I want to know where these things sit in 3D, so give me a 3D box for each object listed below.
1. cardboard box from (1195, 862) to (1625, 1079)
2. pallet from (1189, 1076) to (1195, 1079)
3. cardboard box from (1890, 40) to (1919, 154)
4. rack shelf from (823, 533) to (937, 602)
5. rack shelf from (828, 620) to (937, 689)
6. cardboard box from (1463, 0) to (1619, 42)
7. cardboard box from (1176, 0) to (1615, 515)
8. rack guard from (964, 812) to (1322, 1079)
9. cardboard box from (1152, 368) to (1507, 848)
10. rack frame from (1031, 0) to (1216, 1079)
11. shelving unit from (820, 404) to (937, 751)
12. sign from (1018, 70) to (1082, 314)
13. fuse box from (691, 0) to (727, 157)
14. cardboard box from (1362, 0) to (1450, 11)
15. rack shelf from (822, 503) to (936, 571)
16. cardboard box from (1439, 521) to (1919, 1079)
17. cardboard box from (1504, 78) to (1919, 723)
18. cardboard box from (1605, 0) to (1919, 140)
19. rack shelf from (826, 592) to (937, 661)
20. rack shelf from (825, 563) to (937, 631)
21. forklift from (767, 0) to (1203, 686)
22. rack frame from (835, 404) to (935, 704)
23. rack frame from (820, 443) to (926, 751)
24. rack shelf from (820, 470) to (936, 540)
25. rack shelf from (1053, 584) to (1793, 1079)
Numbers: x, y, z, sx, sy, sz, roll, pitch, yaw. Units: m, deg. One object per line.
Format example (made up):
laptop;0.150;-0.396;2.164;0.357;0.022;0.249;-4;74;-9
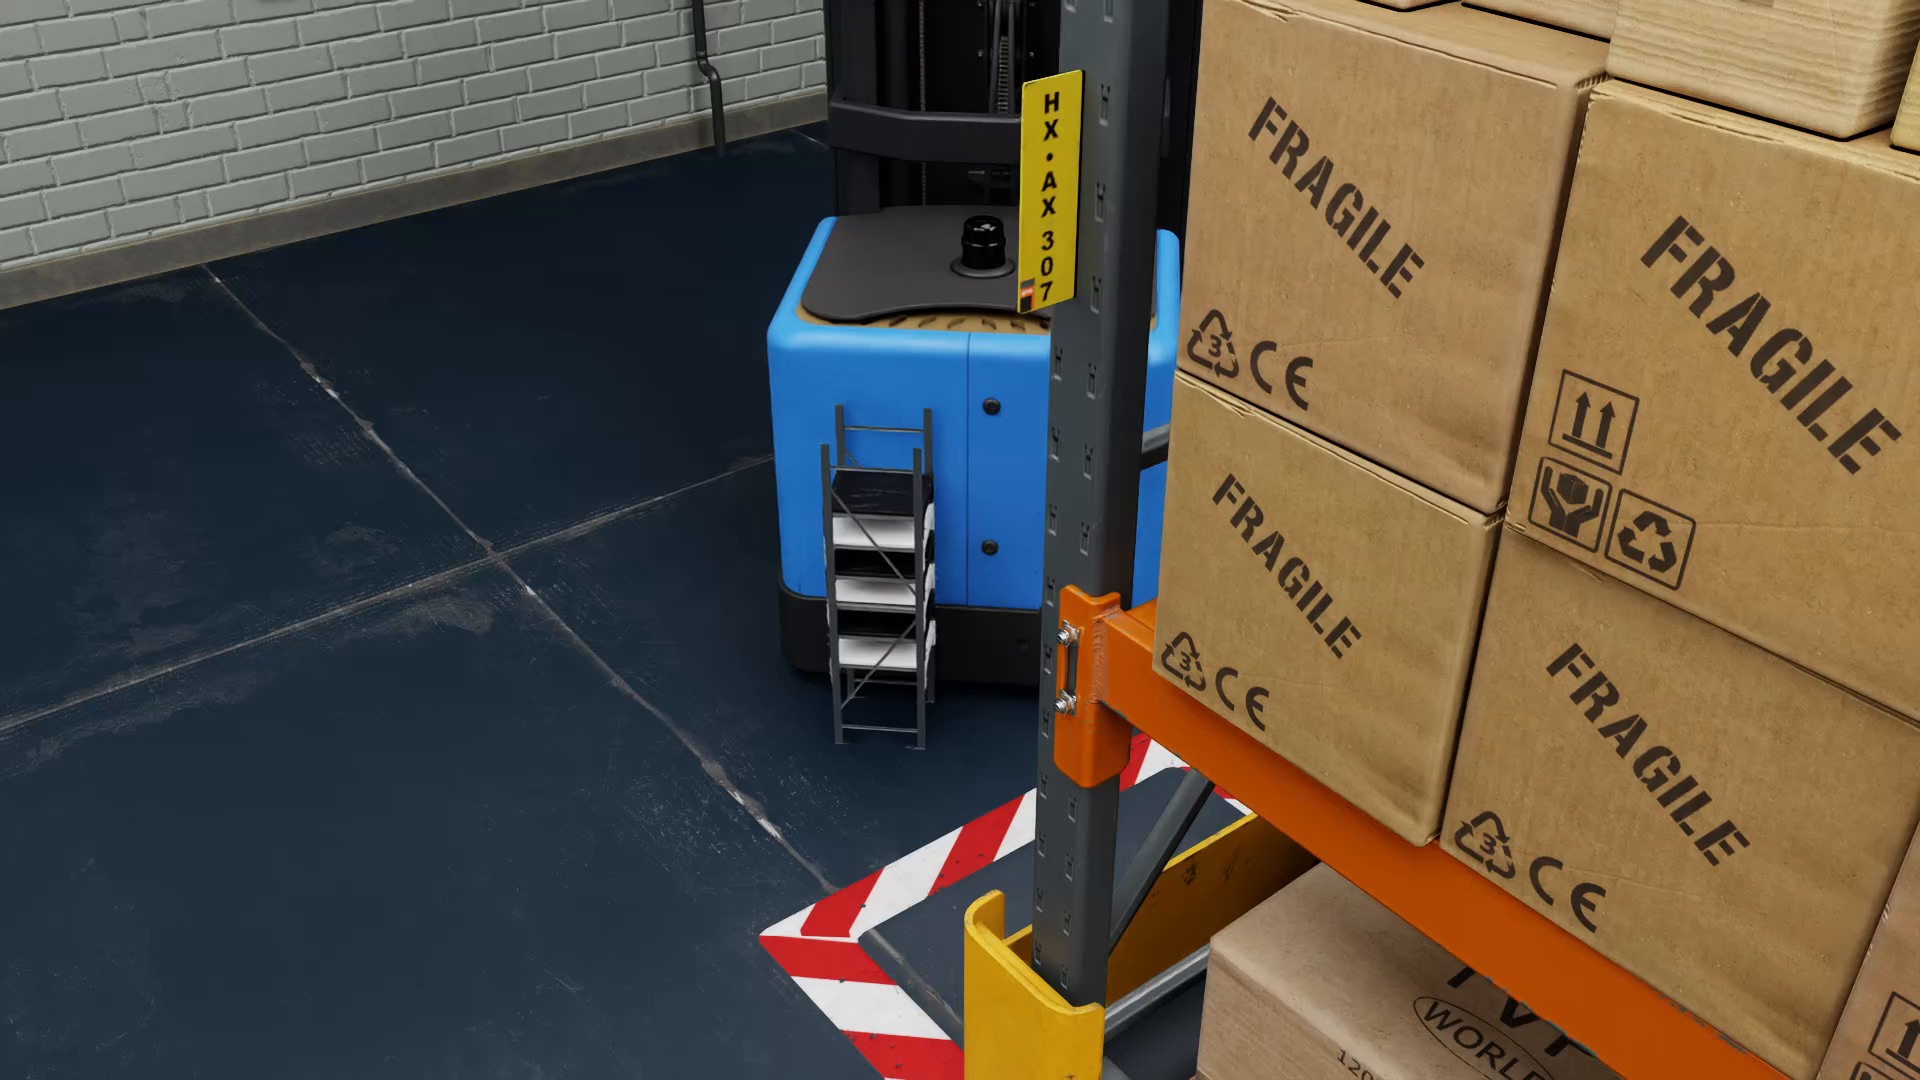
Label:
cardboard box;1.047;0.907;2.977;0.875;0.438;0.875;-24;39;-33
pallet;1.116;1.247;3.043;1.003;0.211;1.213;-22;38;-31
cardboard box;1.024;-0.415;1.419;0.380;0.149;0.250;-24;39;-33
rack shelf;-0.199;0.061;4.191;0.258;0.077;0.200;3;32;5
rack shelf;-0.199;0.290;4.334;0.258;0.077;0.200;3;32;5
cardboard box;0.780;-0.665;1.820;0.380;0.149;0.250;-21;38;-30
cardboard box;0.633;-0.421;2.042;0.500;0.500;0.500;-23;39;-32
rack guard;0.549;0.806;3.478;1.175;0.500;0.348;-22;38;-31
cardboard box;0.631;0.005;2.305;0.500;0.500;0.500;-23;38;-32
rack frame;0.564;-0.246;2.803;1.000;3.000;0.127;-22;38;-31
shelving unit;-0.199;0.109;4.221;0.258;0.900;0.210;3;32;5
sign;0.122;-0.470;2.268;0.100;0.325;0.005;-22;38;-31
fuse box;-1.164;-2.660;7.910;0.539;1.711;0.414;-22;38;-31
cardboard box;0.563;-0.751;1.959;0.380;0.149;0.250;-21;38;-30
rack shelf;-0.199;-0.015;4.144;0.258;0.077;0.200;3;32;5
cardboard box;0.963;0.207;1.980;0.500;0.500;0.500;-23;38;-32
cardboard box;0.955;-0.208;1.699;0.500;0.500;0.500;-23;39;-33
cardboard box;0.848;-0.519;1.586;0.380;0.149;0.250;-21;38;-30
rack shelf;-0.199;0.214;4.286;0.258;0.077;0.200;3;32;5
rack shelf;-0.199;0.137;4.239;0.258;0.077;0.200;3;32;5
forklift;0.177;-1.595;5.041;1.130;2.935;3.031;3;32;5
rack frame;-0.188;0.056;4.307;0.240;0.900;0.006;3;32;5
rack frame;-0.209;0.163;4.135;0.240;0.900;0.006;3;32;5
rack shelf;-0.199;-0.092;4.096;0.258;0.077;0.200;3;32;5
rack shelf;1.790;0.893;1.650;1.077;0.370;4.000;-22;38;-31
